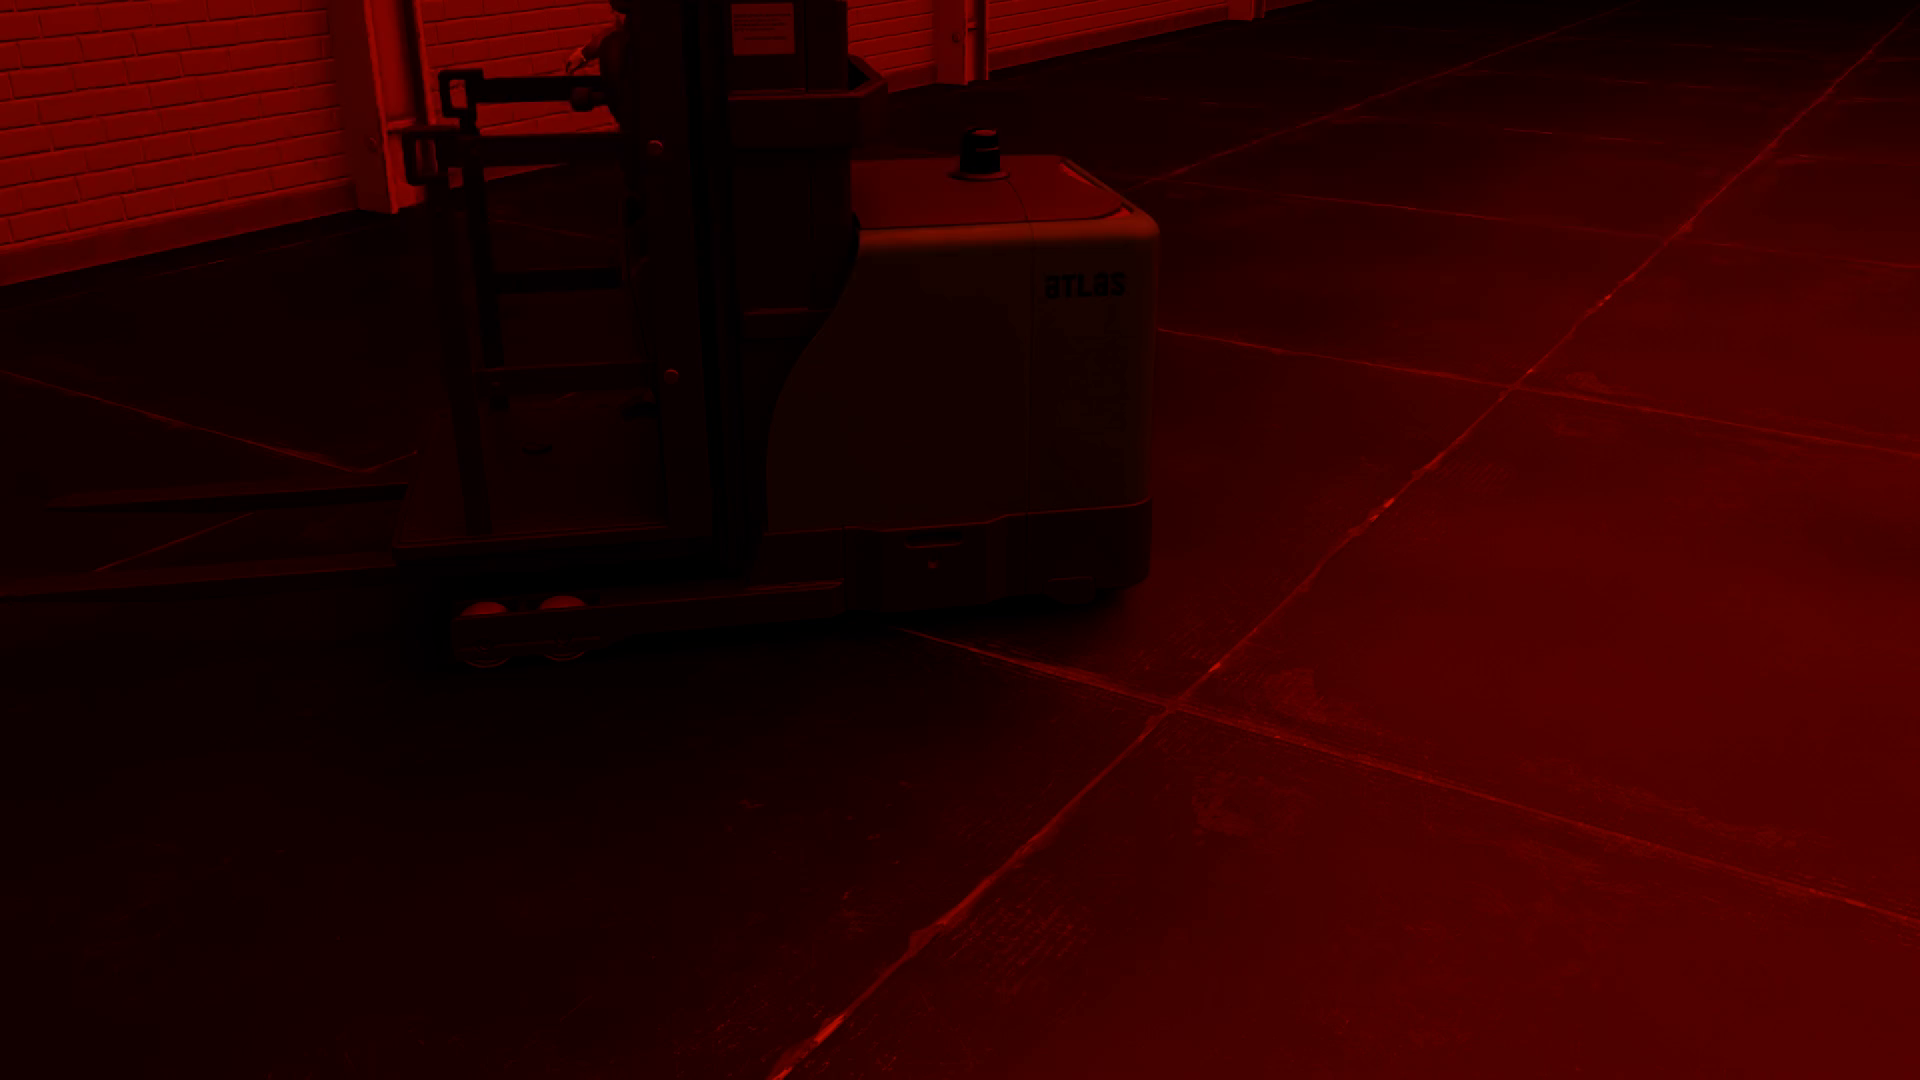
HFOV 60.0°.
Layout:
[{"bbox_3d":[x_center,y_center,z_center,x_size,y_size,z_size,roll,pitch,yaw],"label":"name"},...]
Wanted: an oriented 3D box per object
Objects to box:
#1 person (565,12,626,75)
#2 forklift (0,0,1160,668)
[{"bbox_3d":[-1.133,-1.873,7.237,1.043,1.794,0.647,-13,27,-28],"label":"person"},{"bbox_3d":[-1.041,-1.245,4.223,3.031,2.935,1.130,-5,24,-10],"label":"forklift"}]
